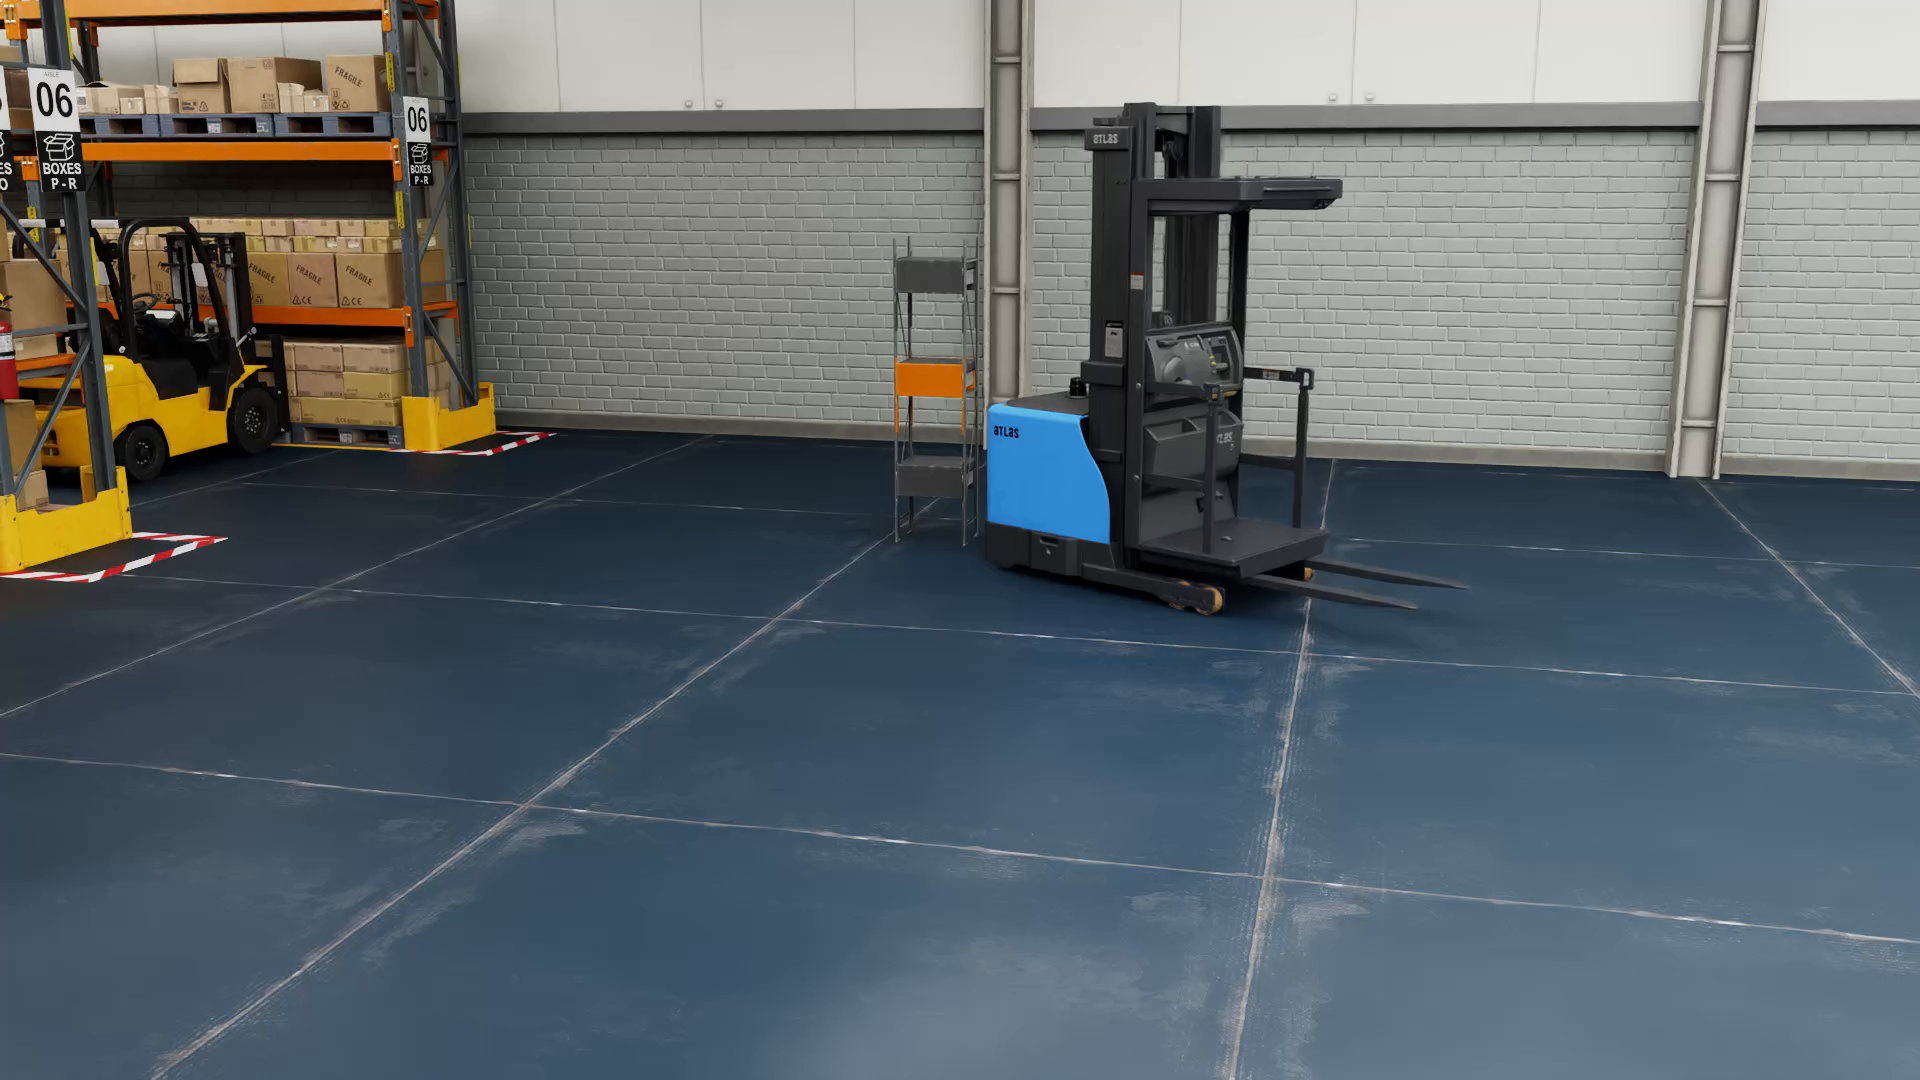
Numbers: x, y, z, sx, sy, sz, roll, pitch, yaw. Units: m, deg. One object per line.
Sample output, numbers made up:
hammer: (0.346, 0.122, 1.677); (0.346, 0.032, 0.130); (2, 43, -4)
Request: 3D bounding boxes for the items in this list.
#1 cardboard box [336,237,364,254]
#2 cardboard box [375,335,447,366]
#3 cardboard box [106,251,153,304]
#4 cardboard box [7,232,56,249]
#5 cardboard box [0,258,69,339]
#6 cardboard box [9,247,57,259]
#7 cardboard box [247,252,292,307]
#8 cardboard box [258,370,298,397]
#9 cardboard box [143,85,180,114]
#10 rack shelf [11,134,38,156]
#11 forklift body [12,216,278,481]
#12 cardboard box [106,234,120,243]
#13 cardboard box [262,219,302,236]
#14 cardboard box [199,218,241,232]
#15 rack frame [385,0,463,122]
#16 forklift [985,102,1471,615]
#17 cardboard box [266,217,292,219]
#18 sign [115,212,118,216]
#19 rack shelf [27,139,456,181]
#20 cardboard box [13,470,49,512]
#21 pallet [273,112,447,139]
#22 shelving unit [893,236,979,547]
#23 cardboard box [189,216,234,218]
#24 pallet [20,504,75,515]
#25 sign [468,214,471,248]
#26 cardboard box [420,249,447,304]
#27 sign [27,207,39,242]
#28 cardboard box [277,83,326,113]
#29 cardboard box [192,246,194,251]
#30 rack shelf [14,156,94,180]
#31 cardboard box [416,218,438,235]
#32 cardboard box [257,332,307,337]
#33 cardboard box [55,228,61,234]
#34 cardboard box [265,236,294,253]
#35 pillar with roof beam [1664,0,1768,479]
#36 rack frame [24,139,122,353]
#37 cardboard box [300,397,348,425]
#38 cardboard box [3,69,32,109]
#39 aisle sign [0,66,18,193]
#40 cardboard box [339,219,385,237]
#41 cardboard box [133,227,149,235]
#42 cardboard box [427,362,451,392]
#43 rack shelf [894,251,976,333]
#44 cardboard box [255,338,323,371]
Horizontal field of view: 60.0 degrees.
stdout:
cardboard box: (-5.582, -2.752, 15.483); (0.250, 0.149, 0.380); (3, 13, 14)
cardboard box: (-5.344, -1.836, 16.153); (0.500, 0.250, 0.500); (3, 13, 13)
cardboard box: (-7.928, -2.575, 16.185); (0.500, 0.500, 0.500); (3, 13, 15)
cardboard box: (-9.191, -2.964, 16.441); (0.250, 0.149, 0.380); (4, 13, 15)
cardboard box: (-6.502, -1.653, 11.342); (0.500, 0.500, 0.500); (3, 13, 13)
cardboard box: (-9.344, -2.770, 16.487); (0.500, 0.250, 0.500); (3, 13, 12)
cardboard box: (-6.462, -2.495, 15.822); (0.500, 0.500, 0.500); (3, 13, 12)
cardboard box: (-6.461, -1.537, 15.961); (0.500, 0.250, 0.500); (3, 13, 12)
cardboard box: (-7.438, -4.140, 15.651); (0.258, 0.266, 0.396); (3, 13, 12)
rack shelf: (-8.050, -2.593, 11.232); (4.000, 0.370, 1.077); (3, 13, 14)
forklift body: (-7.201, -1.721, 14.523); (1.214, 2.155, 2.313); (3, 13, 14)
cardboard box: (-8.048, -2.901, 16.154); (0.250, 0.149, 0.380); (3, 13, 13)
cardboard box: (-6.332, -2.938, 15.636); (0.250, 0.149, 0.380); (3, 13, 15)
cardboard box: (-7.052, -3.000, 15.916); (0.250, 0.149, 0.380); (3, 13, 14)
rack frame: (-4.923, -5.349, 15.067); (0.127, 3.000, 1.000); (3, 13, 14)
forklift: (1.587, -1.118, 10.004); (3.031, 2.935, 1.130); (11, 17, 41)
cardboard box: (-6.692, -3.080, 16.274); (0.250, 0.149, 0.380); (3, 13, 14)
sign: (-8.675, -3.206, 17.077); (0.005, 0.325, 0.100); (3, 13, 14)
rack shelf: (-6.864, -3.637, 15.938); (4.000, 0.370, 1.077); (3, 13, 14)
cardboard box: (-6.825, -0.339, 11.715); (0.500, 0.250, 0.500); (3, 13, 13)
pallet: (-5.603, -3.884, 15.592); (1.213, 0.211, 1.003); (3, 13, 14)
shelving unit: (-0.161, -1.034, 11.545); (0.503, 2.100, 0.431); (3, 13, 14)
cardboard box: (-7.425, -3.135, 16.525); (0.250, 0.149, 0.380); (3, 13, 13)
pallet: (-6.962, -0.068, 11.555); (1.213, 0.211, 1.003); (3, 13, 14)
sign: (-4.784, -2.998, 16.139); (0.005, 0.325, 0.100); (3, 13, 14)
cardboard box: (-5.337, -2.553, 16.085); (0.500, 0.500, 0.500); (3, 13, 15)
sign: (-8.927, -3.040, 16.019); (0.005, 0.325, 0.100); (3, 13, 14)
cardboard box: (-6.046, -4.065, 15.316); (0.258, 0.266, 0.396); (3, 13, 14)
cardboard box: (-7.324, -2.849, 15.921); (0.250, 0.149, 0.380); (3, 13, 12)
rack shelf: (-10.748, -3.845, 16.874); (4.000, 0.370, 1.077); (3, 13, 14)
cardboard box: (-5.197, -2.993, 15.885); (0.250, 0.149, 0.380); (3, 13, 12)
cardboard box: (-6.809, -1.917, 16.520); (0.500, 0.250, 0.500); (3, 13, 12)
cardboard box: (-8.568, -3.060, 16.184); (0.250, 0.149, 0.380); (3, 13, 15)
cardboard box: (-6.327, -2.797, 15.688); (0.250, 0.149, 0.380); (3, 13, 12)
pillar with roof beam: (5.236, -4.047, 9.197); (0.400, 9.000, 9.100); (3, 13, 14)
rack frame: (-8.806, -2.628, 16.653); (0.127, 3.000, 1.000); (3, 13, 14)
cardboard box: (-5.935, -1.269, 15.905); (0.500, 0.250, 0.500); (3, 13, 14)
cardboard box: (-6.533, -2.995, 11.041); (0.500, 0.250, 0.500); (3, 13, 13)
aisle sign: (-6.118, -2.581, 10.441); (0.004, 0.787, 0.394); (3, 13, 14)
cardboard box: (-5.568, -2.911, 15.516); (0.250, 0.149, 0.380); (3, 13, 14)
cardboard box: (-7.817, -3.019, 15.999); (0.250, 0.149, 0.380); (3, 13, 15)
cardboard box: (-5.329, -1.595, 16.222); (0.500, 0.250, 0.500); (3, 13, 15)
rack shelf: (-0.161, -1.704, 11.396); (0.480, 0.518, 0.431); (3, 13, 14)
cardboard box: (-6.434, -1.779, 15.896); (0.500, 0.250, 0.500); (3, 13, 14)
